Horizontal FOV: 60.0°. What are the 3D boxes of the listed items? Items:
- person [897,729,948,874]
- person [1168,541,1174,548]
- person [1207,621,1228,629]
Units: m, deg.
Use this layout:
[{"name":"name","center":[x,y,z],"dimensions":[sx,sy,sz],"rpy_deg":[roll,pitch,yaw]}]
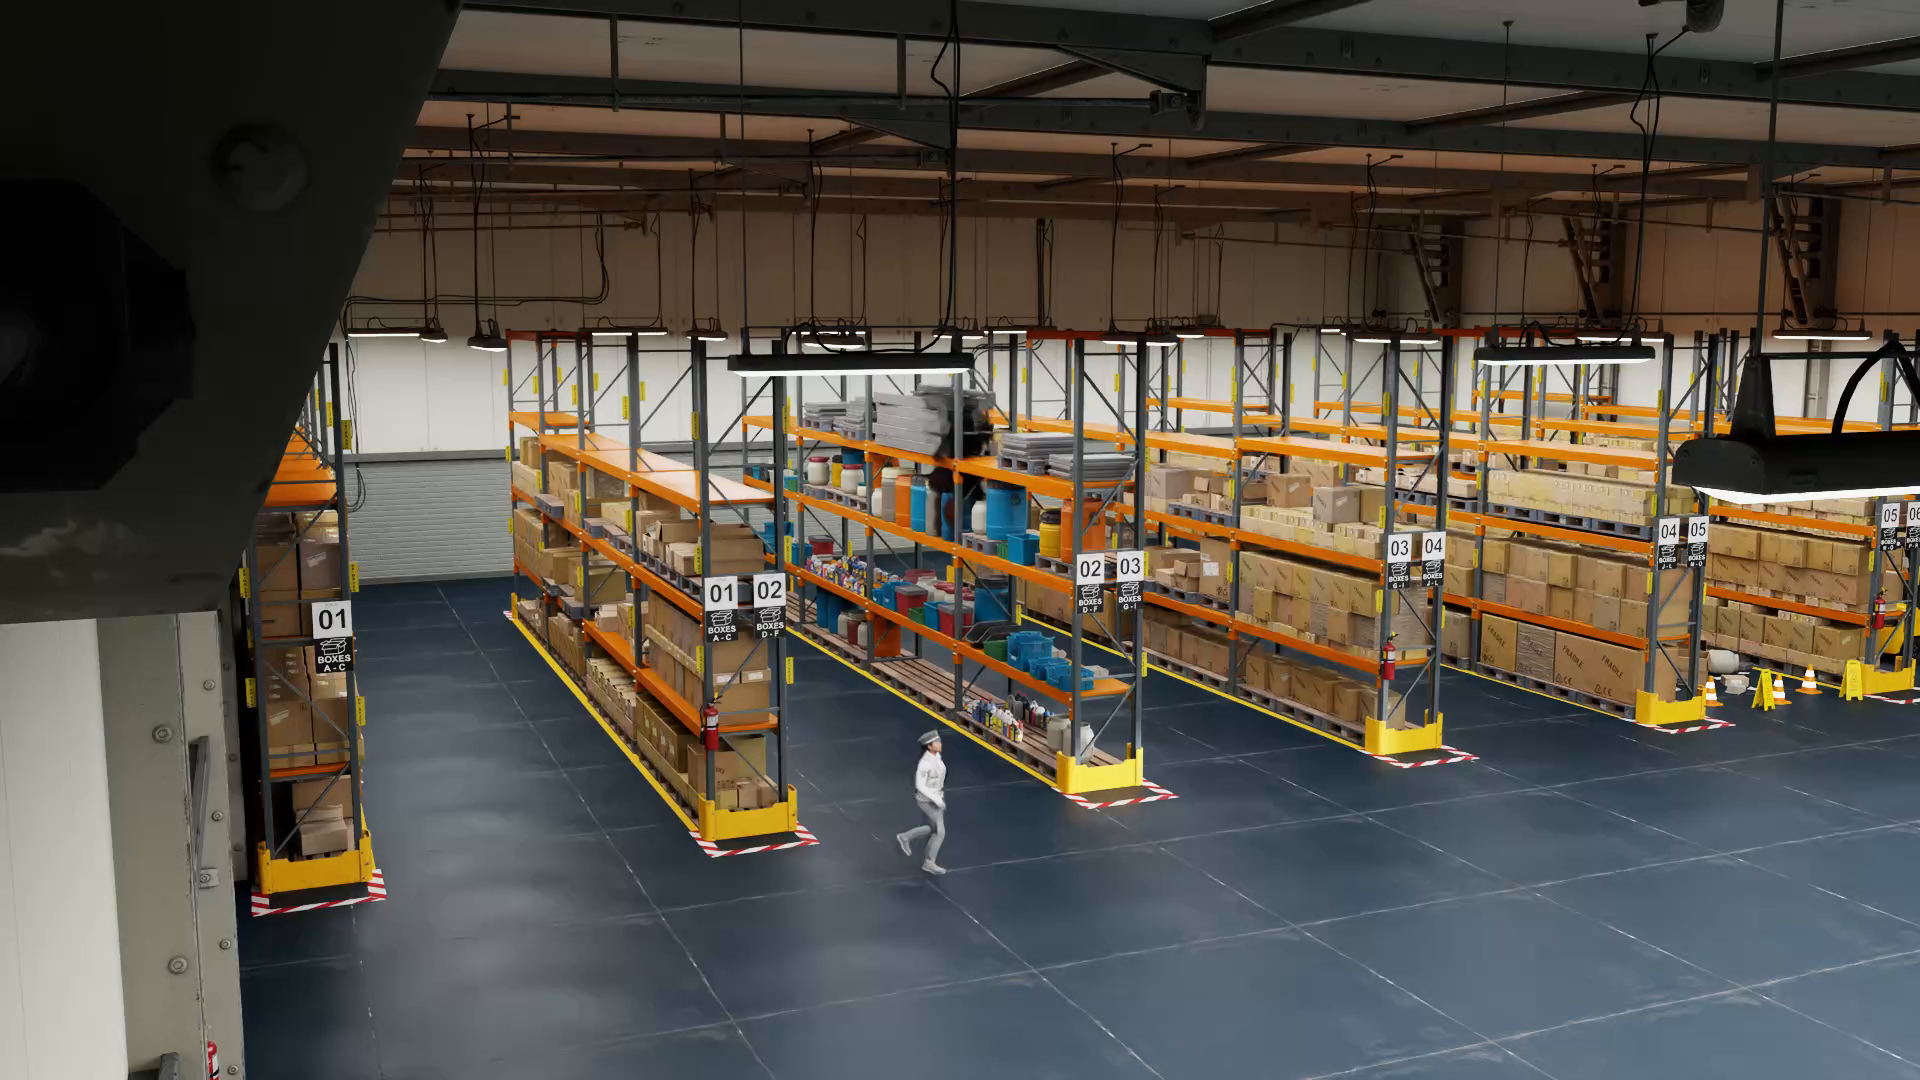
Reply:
[{"name":"person","center":[-0.400,2.957,18.915],"dimensions":[0.563,1.681,0.626],"rpy_deg":[2,8,12]},{"name":"person","center":[4.289,0.857,34.229],"dimensions":[0.659,1.680,0.586],"rpy_deg":[-5,9,-32]},{"name":"person","center":[5.071,1.169,32.036],"dimensions":[0.621,1.689,0.819],"rpy_deg":[-4,9,-26]}]
